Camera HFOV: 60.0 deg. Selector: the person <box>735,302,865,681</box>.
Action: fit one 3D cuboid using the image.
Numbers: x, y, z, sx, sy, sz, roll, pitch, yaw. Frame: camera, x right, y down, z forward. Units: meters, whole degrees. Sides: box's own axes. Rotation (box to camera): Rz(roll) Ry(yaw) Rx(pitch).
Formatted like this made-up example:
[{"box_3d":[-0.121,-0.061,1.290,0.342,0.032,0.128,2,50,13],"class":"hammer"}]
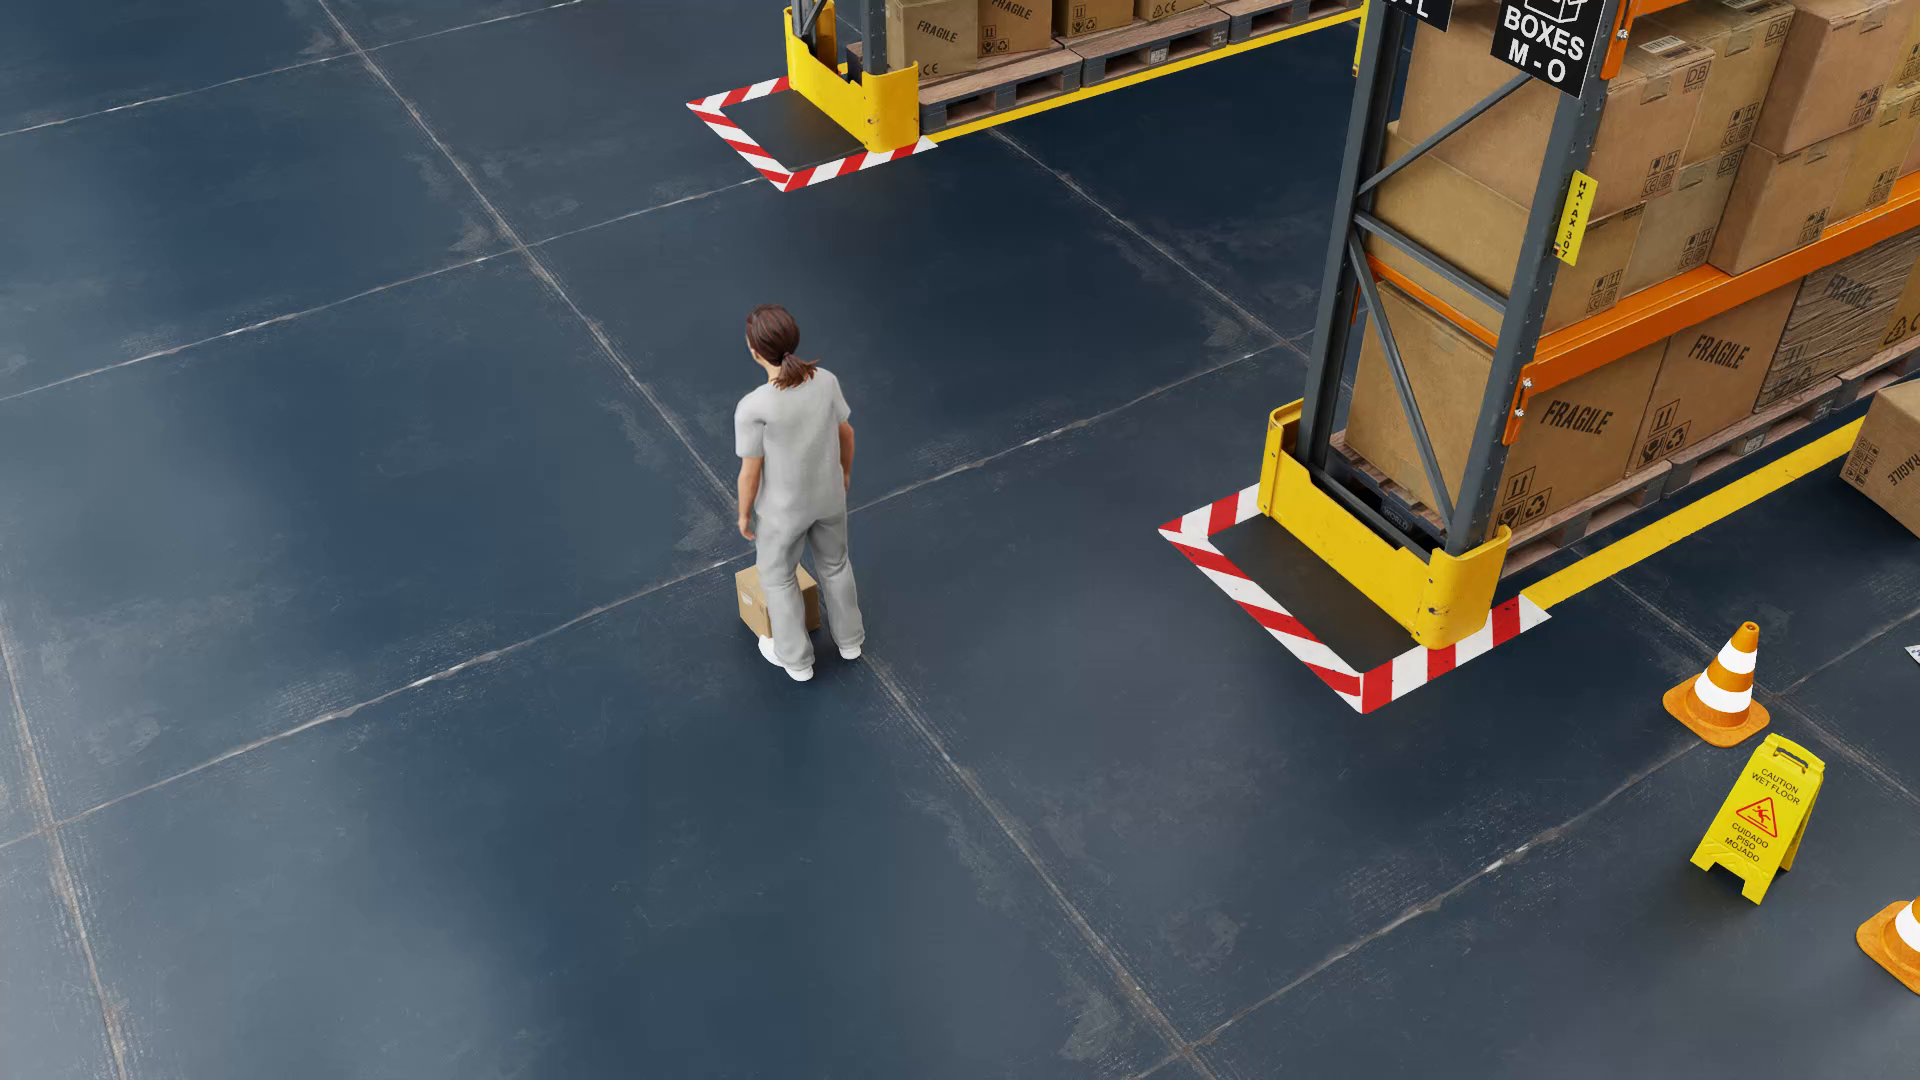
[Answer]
[{"box_3d":[-0.618,-0.154,6.337,0.496,1.672,0.355,-23,46,-24],"class":"person"}]
